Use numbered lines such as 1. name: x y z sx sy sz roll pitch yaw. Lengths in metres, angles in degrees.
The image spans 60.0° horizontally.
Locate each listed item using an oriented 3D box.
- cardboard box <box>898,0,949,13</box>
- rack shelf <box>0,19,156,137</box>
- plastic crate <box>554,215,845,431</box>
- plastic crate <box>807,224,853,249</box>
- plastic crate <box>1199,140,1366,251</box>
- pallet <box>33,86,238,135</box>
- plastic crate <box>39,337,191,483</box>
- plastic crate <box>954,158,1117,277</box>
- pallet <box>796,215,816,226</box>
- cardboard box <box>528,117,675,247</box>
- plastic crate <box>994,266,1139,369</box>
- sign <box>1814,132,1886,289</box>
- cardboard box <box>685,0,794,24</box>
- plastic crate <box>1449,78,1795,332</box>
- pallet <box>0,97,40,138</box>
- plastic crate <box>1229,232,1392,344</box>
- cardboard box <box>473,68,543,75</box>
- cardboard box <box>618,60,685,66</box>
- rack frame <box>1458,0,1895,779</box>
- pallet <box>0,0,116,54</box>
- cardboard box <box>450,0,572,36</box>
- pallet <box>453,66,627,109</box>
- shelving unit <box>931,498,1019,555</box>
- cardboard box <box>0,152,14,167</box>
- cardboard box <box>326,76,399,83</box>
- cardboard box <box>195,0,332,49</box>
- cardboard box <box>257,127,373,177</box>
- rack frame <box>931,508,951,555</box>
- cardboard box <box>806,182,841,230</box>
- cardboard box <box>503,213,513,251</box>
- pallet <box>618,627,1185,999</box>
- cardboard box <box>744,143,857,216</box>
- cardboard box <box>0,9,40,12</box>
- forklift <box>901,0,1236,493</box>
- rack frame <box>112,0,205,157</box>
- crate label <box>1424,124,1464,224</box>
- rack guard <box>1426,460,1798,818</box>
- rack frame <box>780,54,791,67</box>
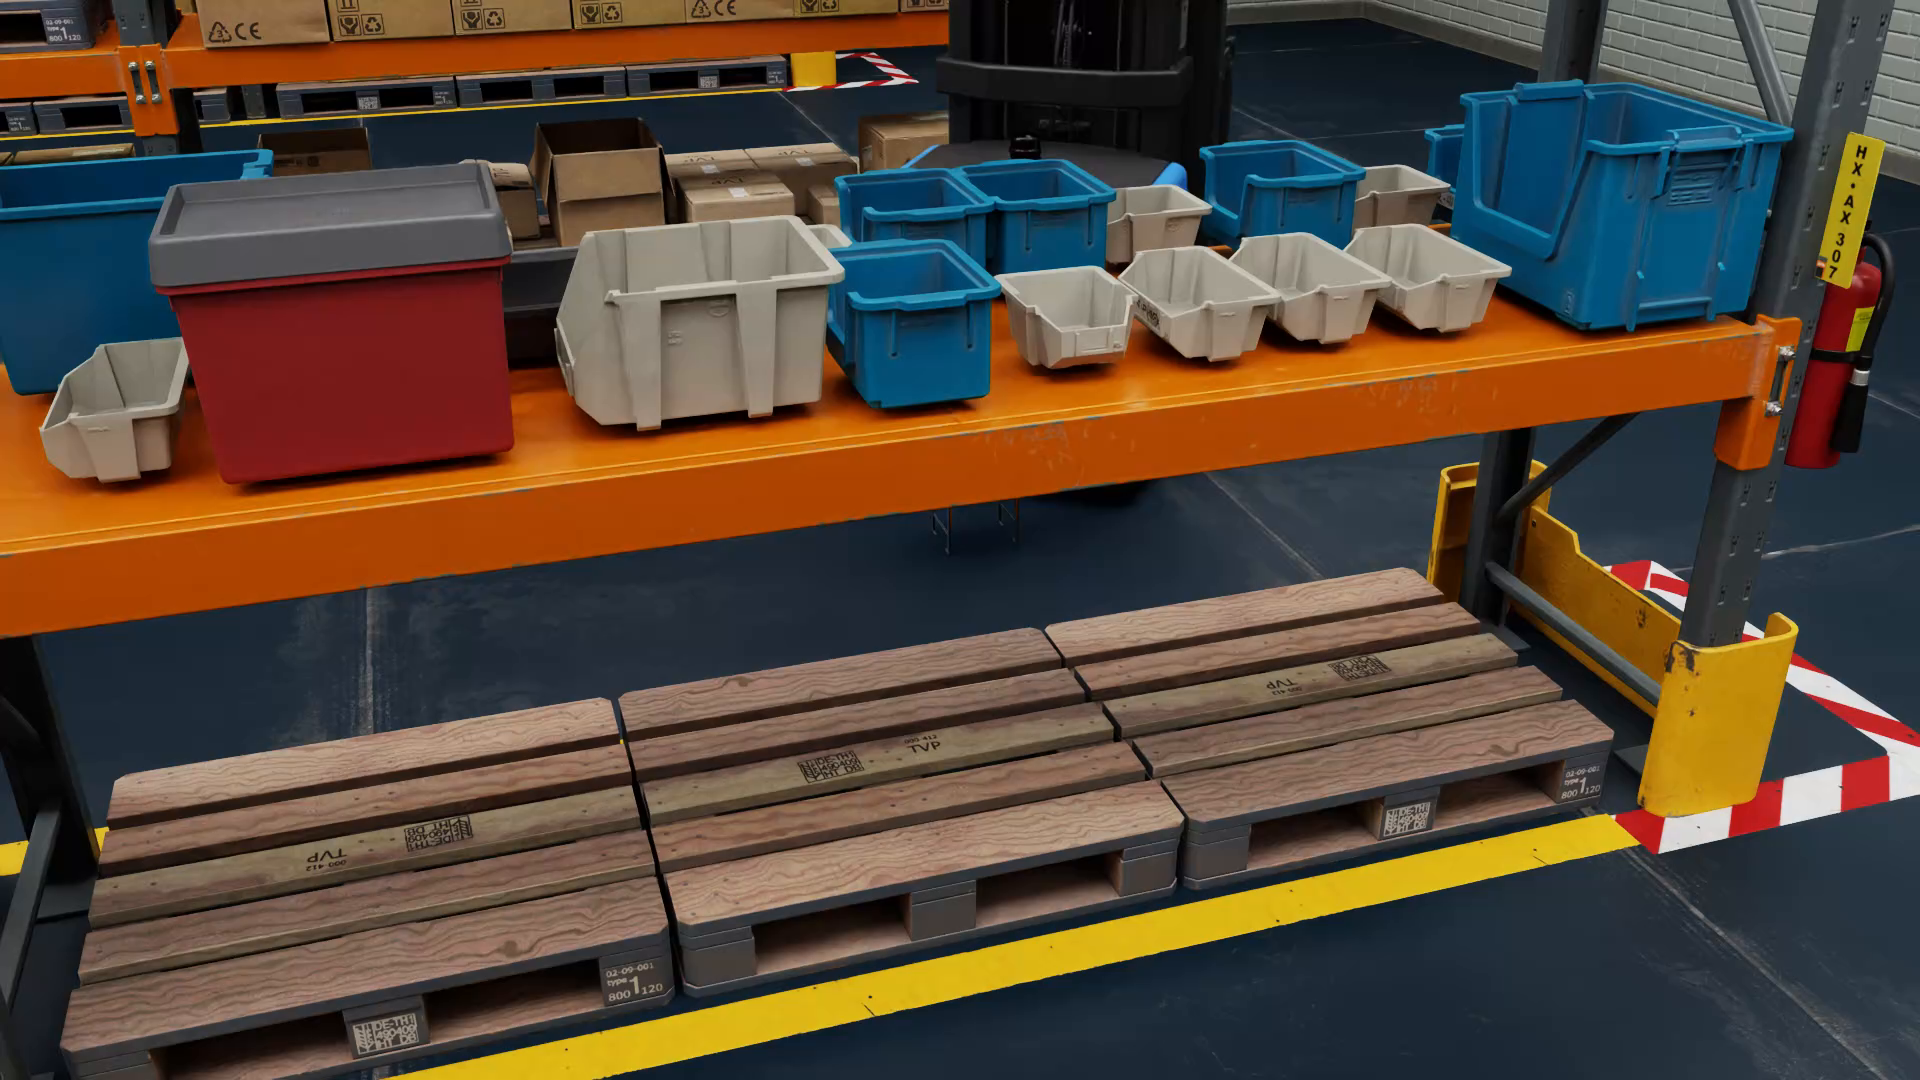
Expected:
1. cardboard box: -0.109 -2.841 7.988 0.500 0.500 0.500 -7 27 -15
2. rack shelf: -5.472 -1.825 6.862 4.000 0.370 1.077 -8 28 -16
3. plastic crate: -0.531 -0.434 3.317 0.530 0.282 0.437 -8 28 -16
4. plastic crate: -0.477 -0.603 3.821 0.466 0.136 0.293 -8 28 -16
5. plastic crate: 0.801 -0.845 4.200 0.300 0.233 0.416 -8 28 -16
6. pallet: -5.818 -3.130 11.816 1.213 0.211 1.003 -8 28 -16
7. plastic crate: -1.553 -0.240 3.090 0.243 0.136 0.396 -8 28 -16
8. plastic crate: 0.175 -0.754 4.017 0.300 0.233 0.416 -8 28 -16
9. pallet: -0.597 -1.604 8.743 1.213 0.211 1.003 -8 28 -16
10. cardboard box: -1.786 -1.762 8.239 0.637 0.503 0.797 -8 28 -16
11. plastic crate: 0.231 -0.467 3.547 0.250 0.136 0.298 -8 28 -16
12. sign: 1.949 -0.721 3.646 0.005 0.325 0.100 -8 28 -16
13. cardboard box: -1.077 -2.702 7.707 0.500 0.500 0.500 -8 28 -16
14. plastic crate: 1.503 -0.796 3.873 0.499 0.435 0.616 -8 28 -16
15. pallet: -6.980 -2.960 11.475 1.213 0.211 1.003 -8 28 -16
16. plastic crate: 0.764 -0.565 3.743 0.243 0.136 0.396 -8 28 -16
17. cardboard box: -3.398 -3.782 12.334 0.500 0.500 0.700 -8 27 -15
18. cardboard box: -2.415 -3.928 12.628 0.500 0.500 0.700 -8 28 -16
19. rack frame: 1.763 -0.879 4.147 0.127 3.000 1.000 -8 28 -16
20. pallet: -4.364 -2.273 7.171 1.213 0.211 1.003 -8 28 -16
21. cardboard box: -2.039 -2.562 7.425 0.500 0.500 0.500 -8 28 -16
22. pallet: -3.199 -3.509 12.581 1.213 0.211 1.003 -8 28 -16
23. shelving unit: 0.051 -0.478 5.531 0.252 1.050 0.215 -8 28 -16
24. cardboard box: -4.609 -1.458 7.631 0.500 0.500 0.500 -8 27 -15
25. cardboard box: -4.365 -3.645 12.057 0.500 0.500 0.700 -8 27 -15
26. cardboard box: -3.001 -2.422 7.144 0.500 0.500 0.500 -8 27 -15
27. cardboard box: -3.116 -1.698 8.114 0.500 0.500 0.500 -8 28 -16
28. rack frame: -0.065 -0.461 5.498 0.008 1.050 0.200 -8 28 -16
29. cardboard box: -0.621 -1.705 8.502 0.250 0.166 0.380 -8 28 -16
30. cardboard box: -2.285 -1.440 7.969 0.250 0.166 0.380 -8 28 -16
31. pallet: -0.191 0.634 4.236 1.213 0.211 1.003 -8 28 -16
32. cardboard box: -0.847 -1.915 8.832 0.500 0.250 0.500 -8 28 -16
33. cardboard box: -6.530 -3.474 11.319 0.750 0.750 0.750 -7 27 -15
34. forklift: 0.565 -2.114 6.712 1.130 2.935 3.031 8 27 16
35. rack frame: -3.570 -2.423 7.257 0.127 3.000 1.000 -8 28 -16
36. crate label: 1.427 -0.936 4.382 0.303 0.233 0.416 -8 28 -16
37. rack guard: 1.782 0.232 4.720 0.348 0.500 1.175 -8 28 -16
38. rack frame: -1.305 -5.067 12.584 0.127 3.000 1.000 -8 28 -16
